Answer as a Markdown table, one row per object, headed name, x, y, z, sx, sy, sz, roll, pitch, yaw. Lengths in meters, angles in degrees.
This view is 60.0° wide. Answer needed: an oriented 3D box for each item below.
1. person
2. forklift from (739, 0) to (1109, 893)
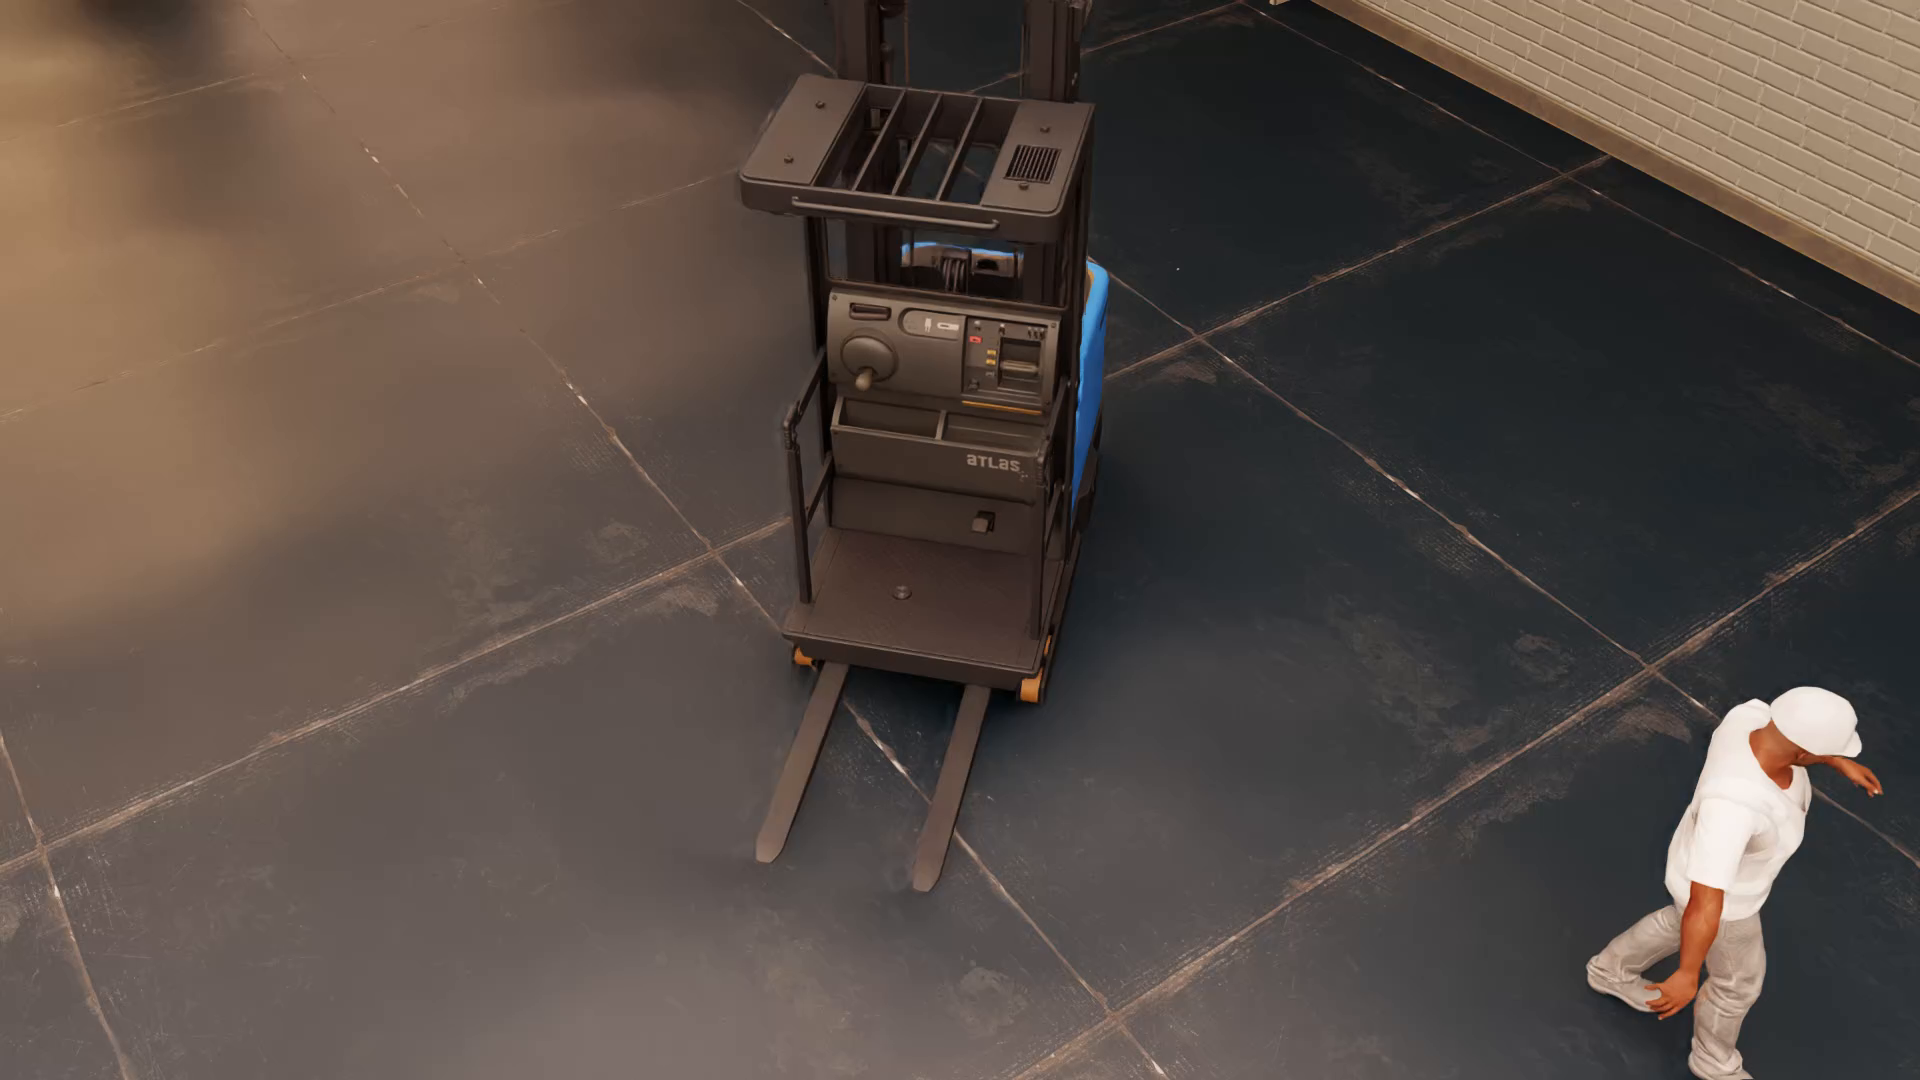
| name | x | y | z | sx | sy | sz | roll | pitch | yaw |
| --- | --- | --- | --- | --- | --- | --- | --- | --- | --- |
| person | 2.558 | 1.148 | 5.371 | 0.705 | 1.765 | 1.052 | 20 | 46 | 20 |
| forklift | -0.116 | -0.664 | 6.435 | 1.130 | 2.935 | 3.031 | 8 | 43 | 9 |
